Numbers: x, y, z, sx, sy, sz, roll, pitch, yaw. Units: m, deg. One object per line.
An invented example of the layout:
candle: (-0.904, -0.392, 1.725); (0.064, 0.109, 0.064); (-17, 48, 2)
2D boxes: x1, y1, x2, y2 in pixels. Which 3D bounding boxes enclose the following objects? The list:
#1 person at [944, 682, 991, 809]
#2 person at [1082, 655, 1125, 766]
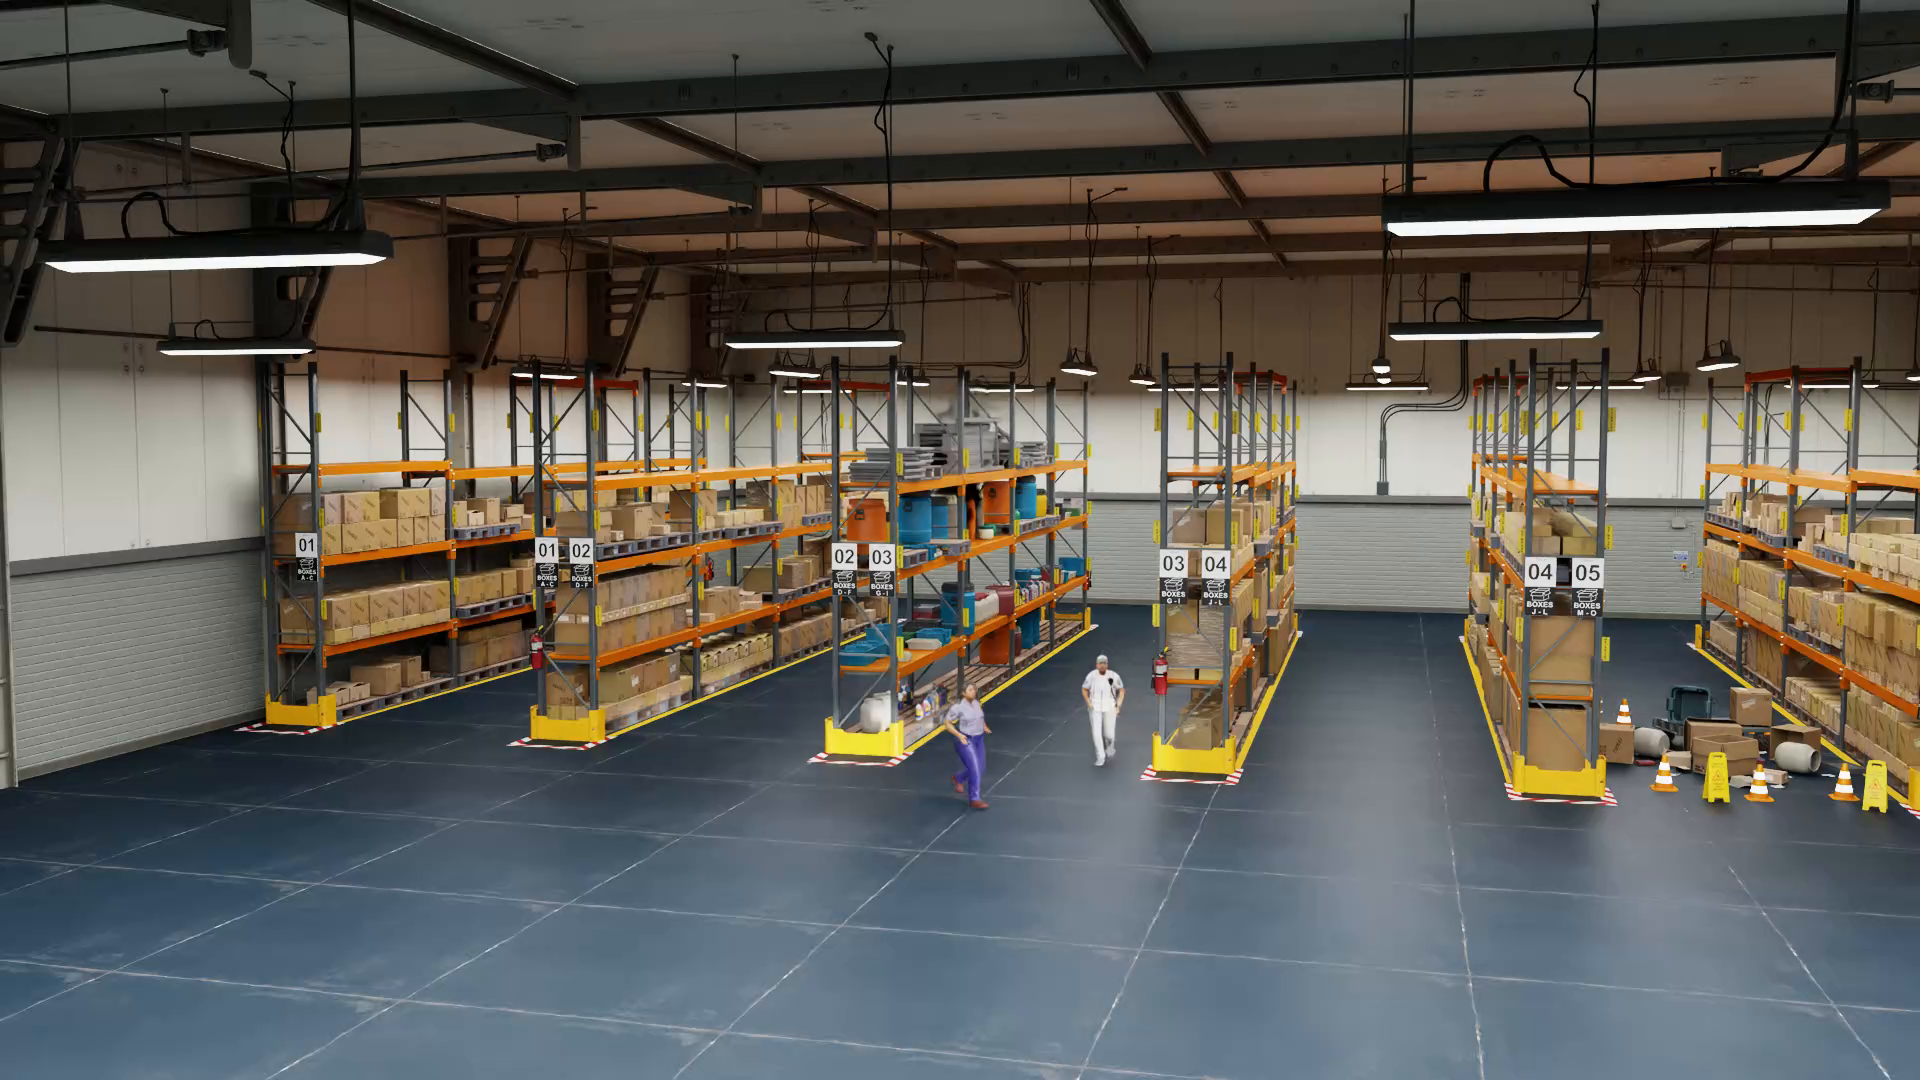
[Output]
person: (0.095, 2.667, 21.793); (0.758, 1.606, 0.618); (4, 6, 44)
person: (2.092, 2.487, 24.379); (0.627, 1.624, 0.576); (1, 4, 9)
